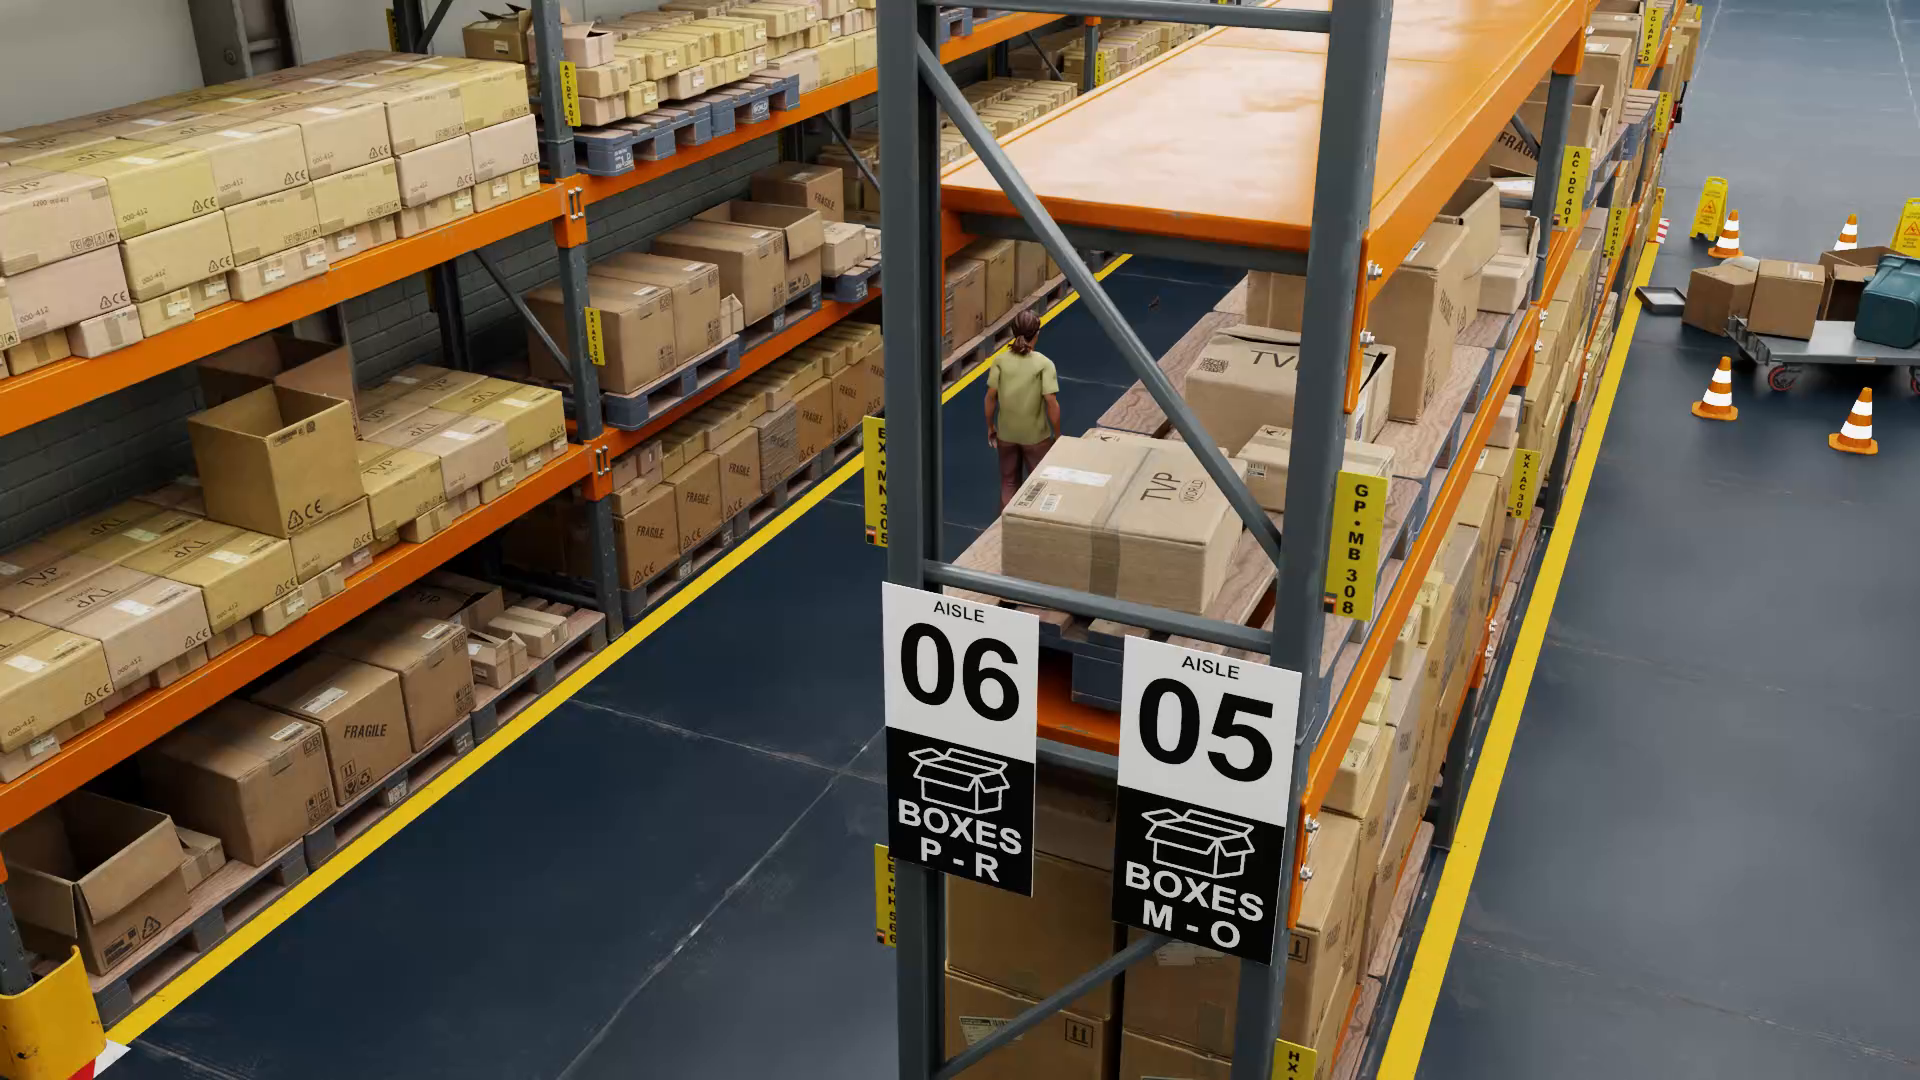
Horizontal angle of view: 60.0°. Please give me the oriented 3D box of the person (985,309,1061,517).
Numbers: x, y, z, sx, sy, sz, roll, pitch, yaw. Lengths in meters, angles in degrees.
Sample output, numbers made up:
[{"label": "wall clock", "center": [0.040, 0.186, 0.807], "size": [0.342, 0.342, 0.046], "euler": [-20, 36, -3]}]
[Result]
[{"label": "person", "center": [0.425, -0.672, 10.791], "size": [0.521, 1.667, 0.357], "euler": [10, 28, 19]}]
